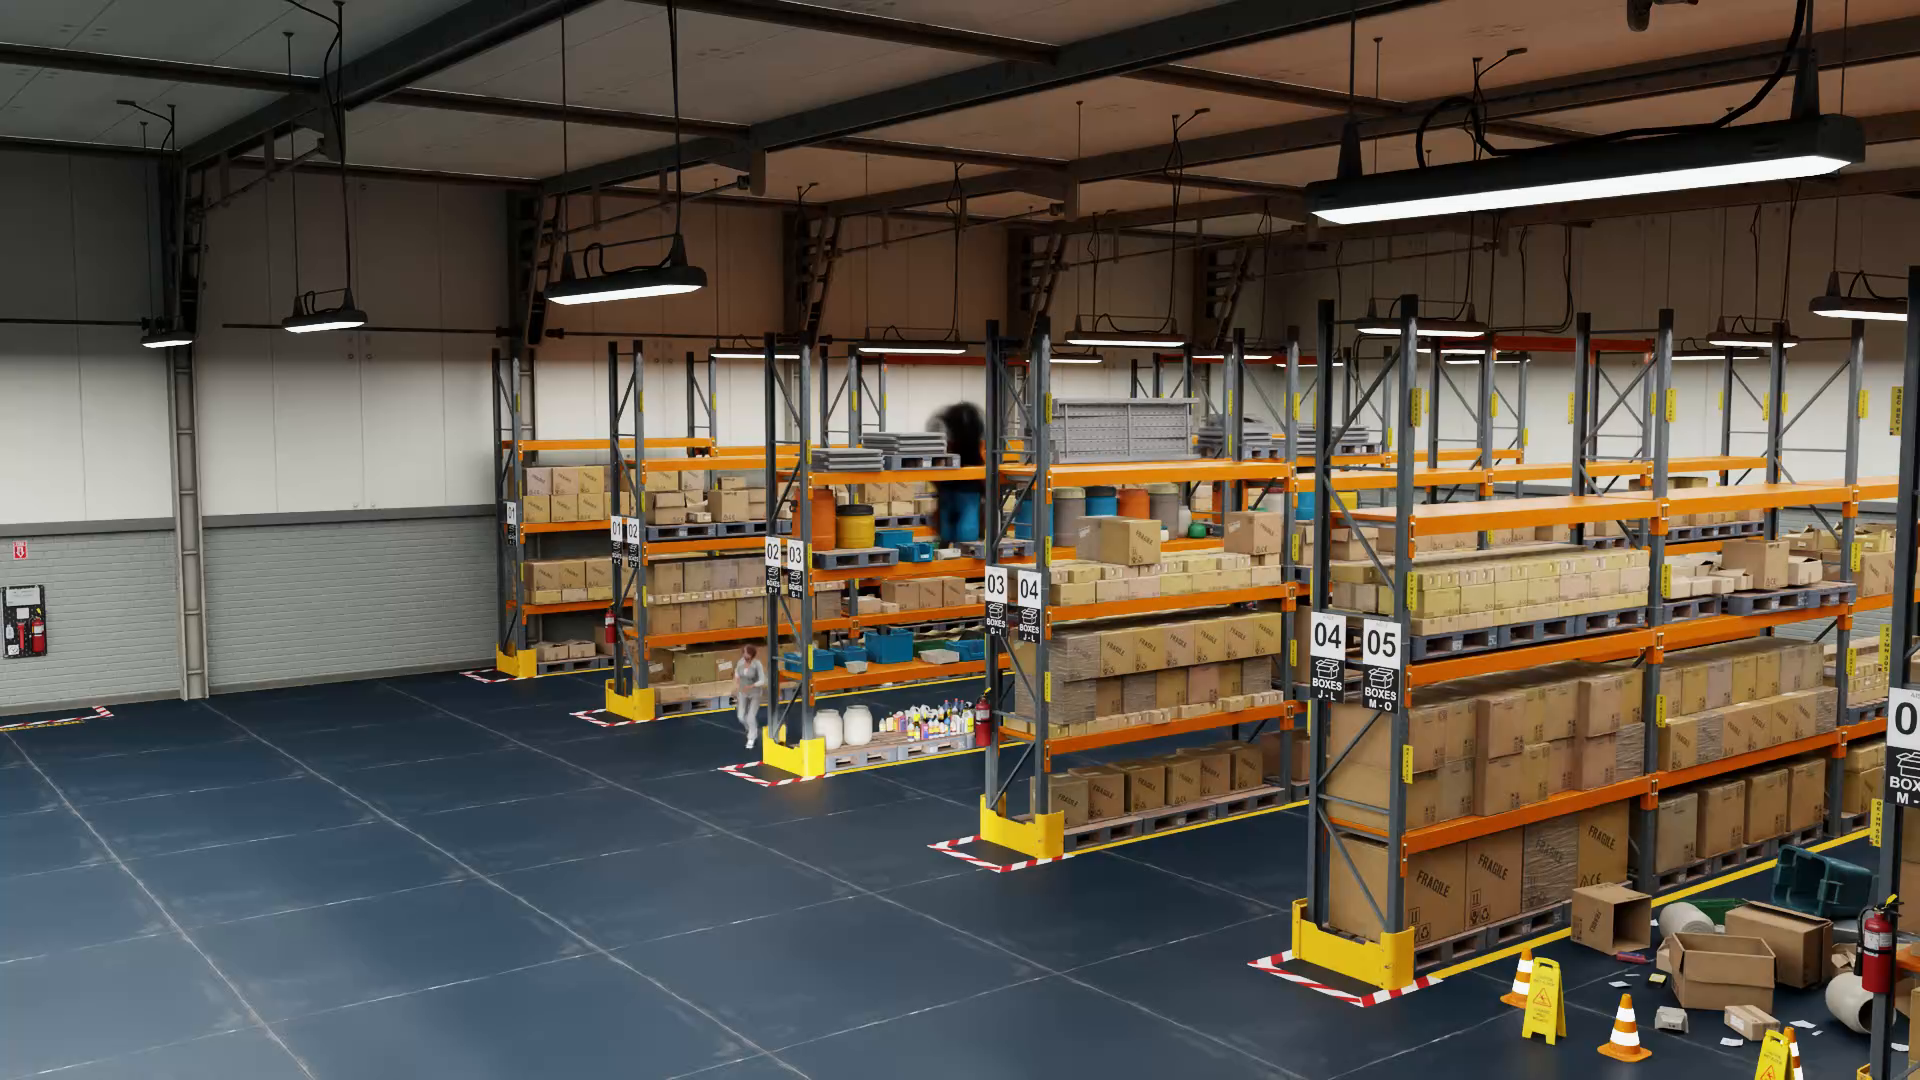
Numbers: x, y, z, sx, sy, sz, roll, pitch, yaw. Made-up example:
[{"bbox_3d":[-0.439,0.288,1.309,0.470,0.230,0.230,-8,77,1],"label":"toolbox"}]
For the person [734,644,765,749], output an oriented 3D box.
[{"bbox_3d":[-3.097,2.281,24.247,0.540,1.549,0.575,1,5,16],"label":"person"}]
